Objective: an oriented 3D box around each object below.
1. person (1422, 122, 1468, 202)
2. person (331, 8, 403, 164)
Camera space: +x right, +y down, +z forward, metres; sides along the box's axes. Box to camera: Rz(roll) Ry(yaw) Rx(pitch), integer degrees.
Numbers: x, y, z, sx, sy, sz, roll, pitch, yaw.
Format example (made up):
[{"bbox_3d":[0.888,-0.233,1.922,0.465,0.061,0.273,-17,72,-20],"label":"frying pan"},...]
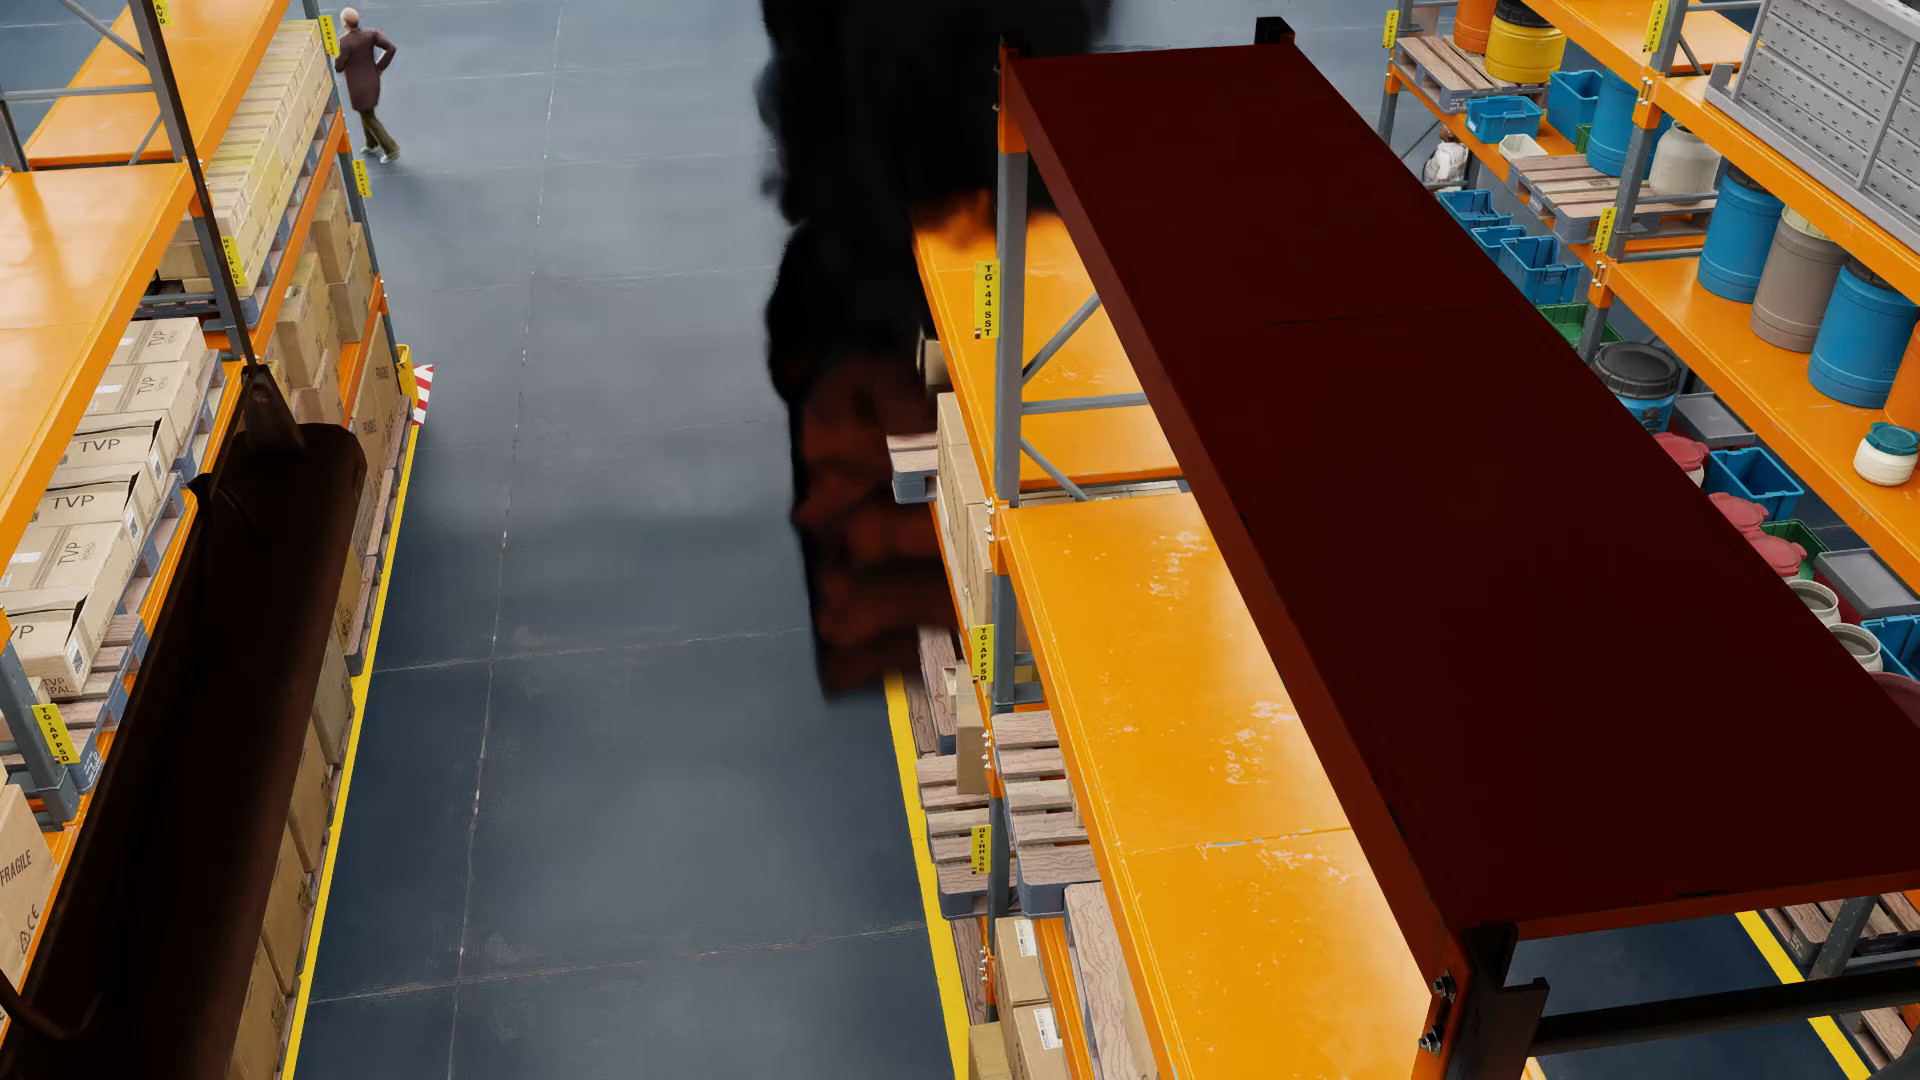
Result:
[{"bbox_3d":[4.848,-3.423,16.601,0.582,1.686,0.585,26,44,31],"label":"person"},{"bbox_3d":[-6.771,-5.157,18.965,0.876,1.823,0.694,20,41,25],"label":"person"}]
